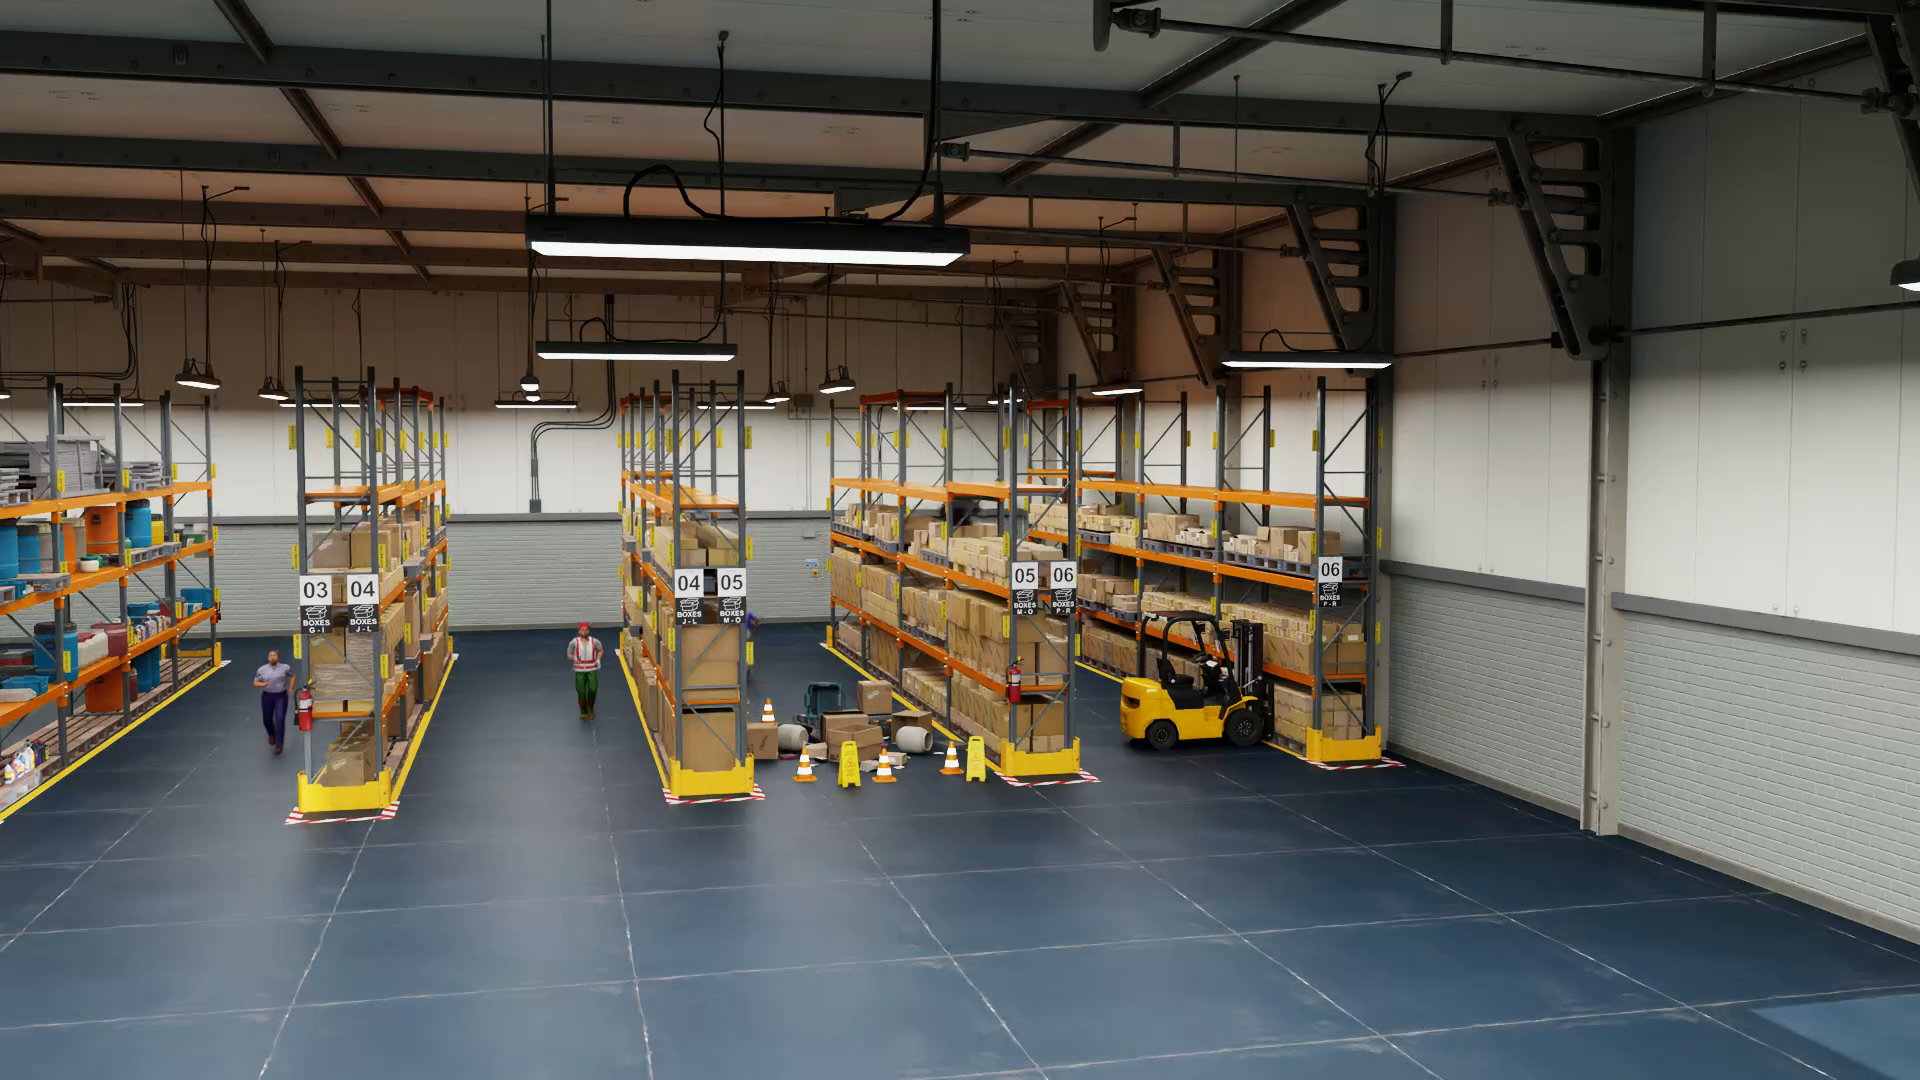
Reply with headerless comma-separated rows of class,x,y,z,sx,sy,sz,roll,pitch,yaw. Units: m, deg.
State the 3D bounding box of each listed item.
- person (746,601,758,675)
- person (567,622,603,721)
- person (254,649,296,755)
person,-4.565,2.139,35.165,0.581,1.581,1.021,-1,4,-18
person,-6.654,2.349,29.587,0.636,1.772,0.626,-1,4,-15
person,-11.013,2.569,26.730,0.607,1.632,0.941,-1,4,-15
